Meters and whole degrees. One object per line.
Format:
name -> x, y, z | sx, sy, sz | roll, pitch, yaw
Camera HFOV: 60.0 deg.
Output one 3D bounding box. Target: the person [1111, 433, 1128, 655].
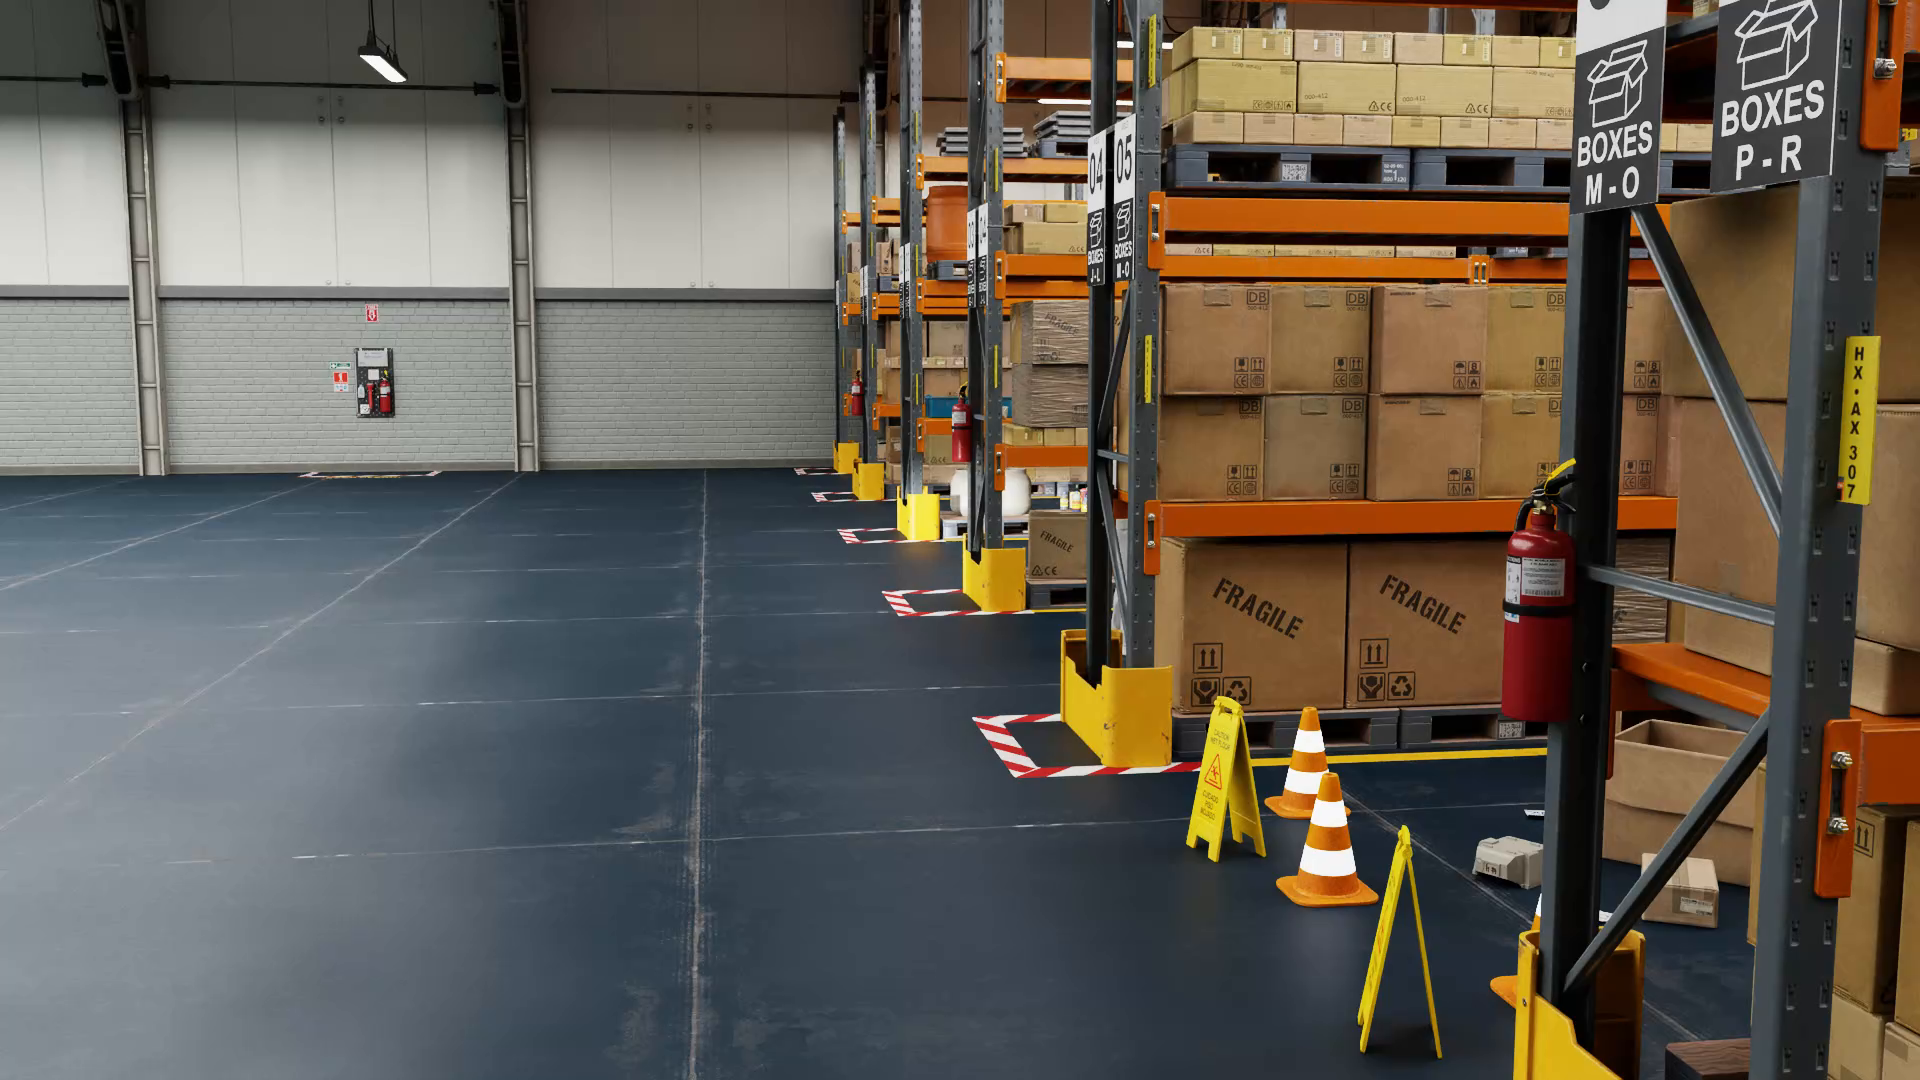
person -> 1.183, -0.066, 11.371 | 0.358, 1.673, 0.486 | -1, 7, -8
